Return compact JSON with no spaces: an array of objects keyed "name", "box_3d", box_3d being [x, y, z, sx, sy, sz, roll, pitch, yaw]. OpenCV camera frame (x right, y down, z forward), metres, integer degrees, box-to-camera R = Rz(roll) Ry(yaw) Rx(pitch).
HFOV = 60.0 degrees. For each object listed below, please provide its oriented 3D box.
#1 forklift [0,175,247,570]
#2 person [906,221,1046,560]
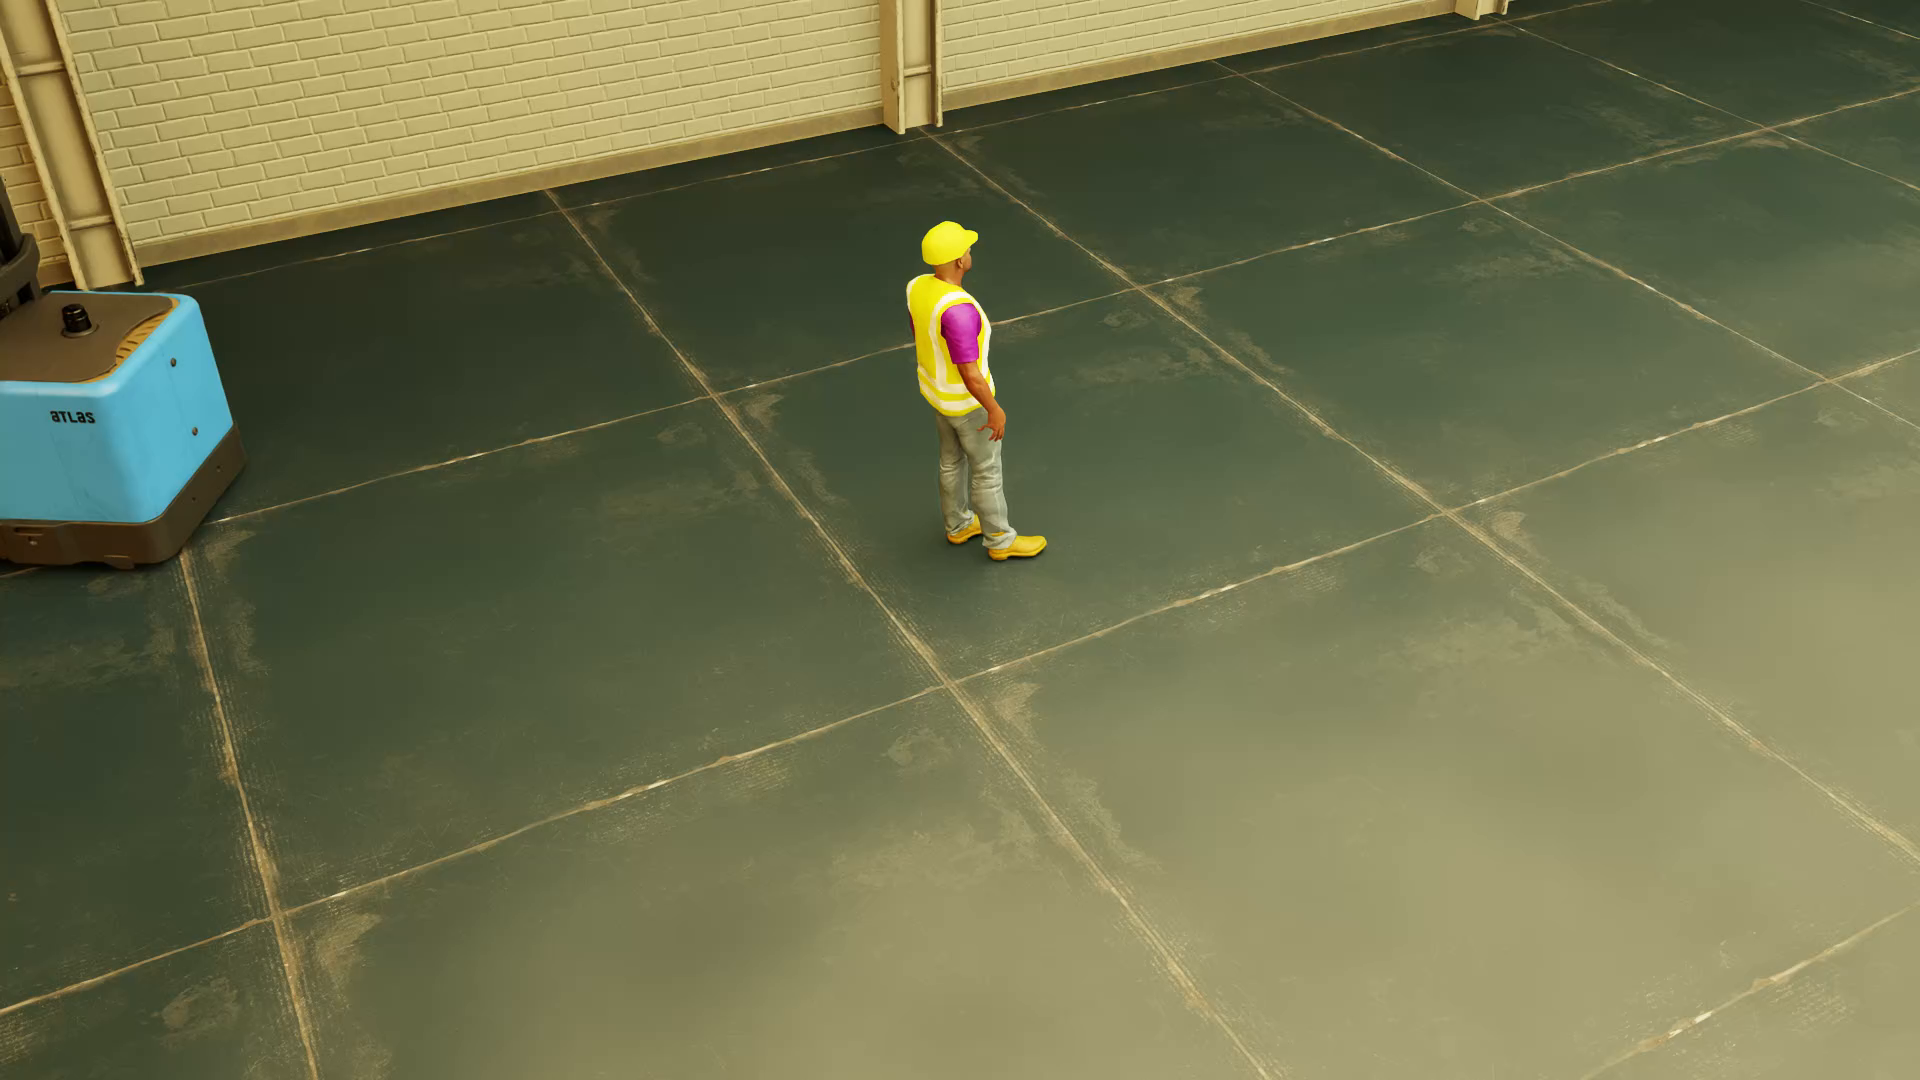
[{"name":"forklift","box_3d":[-5.461,-1.371,8.062,3.031,2.935,1.130,2,35,3]},{"name":"person","box_3d":[0.065,-0.743,8.171,0.574,1.768,0.665,-17,39,-23]}]
